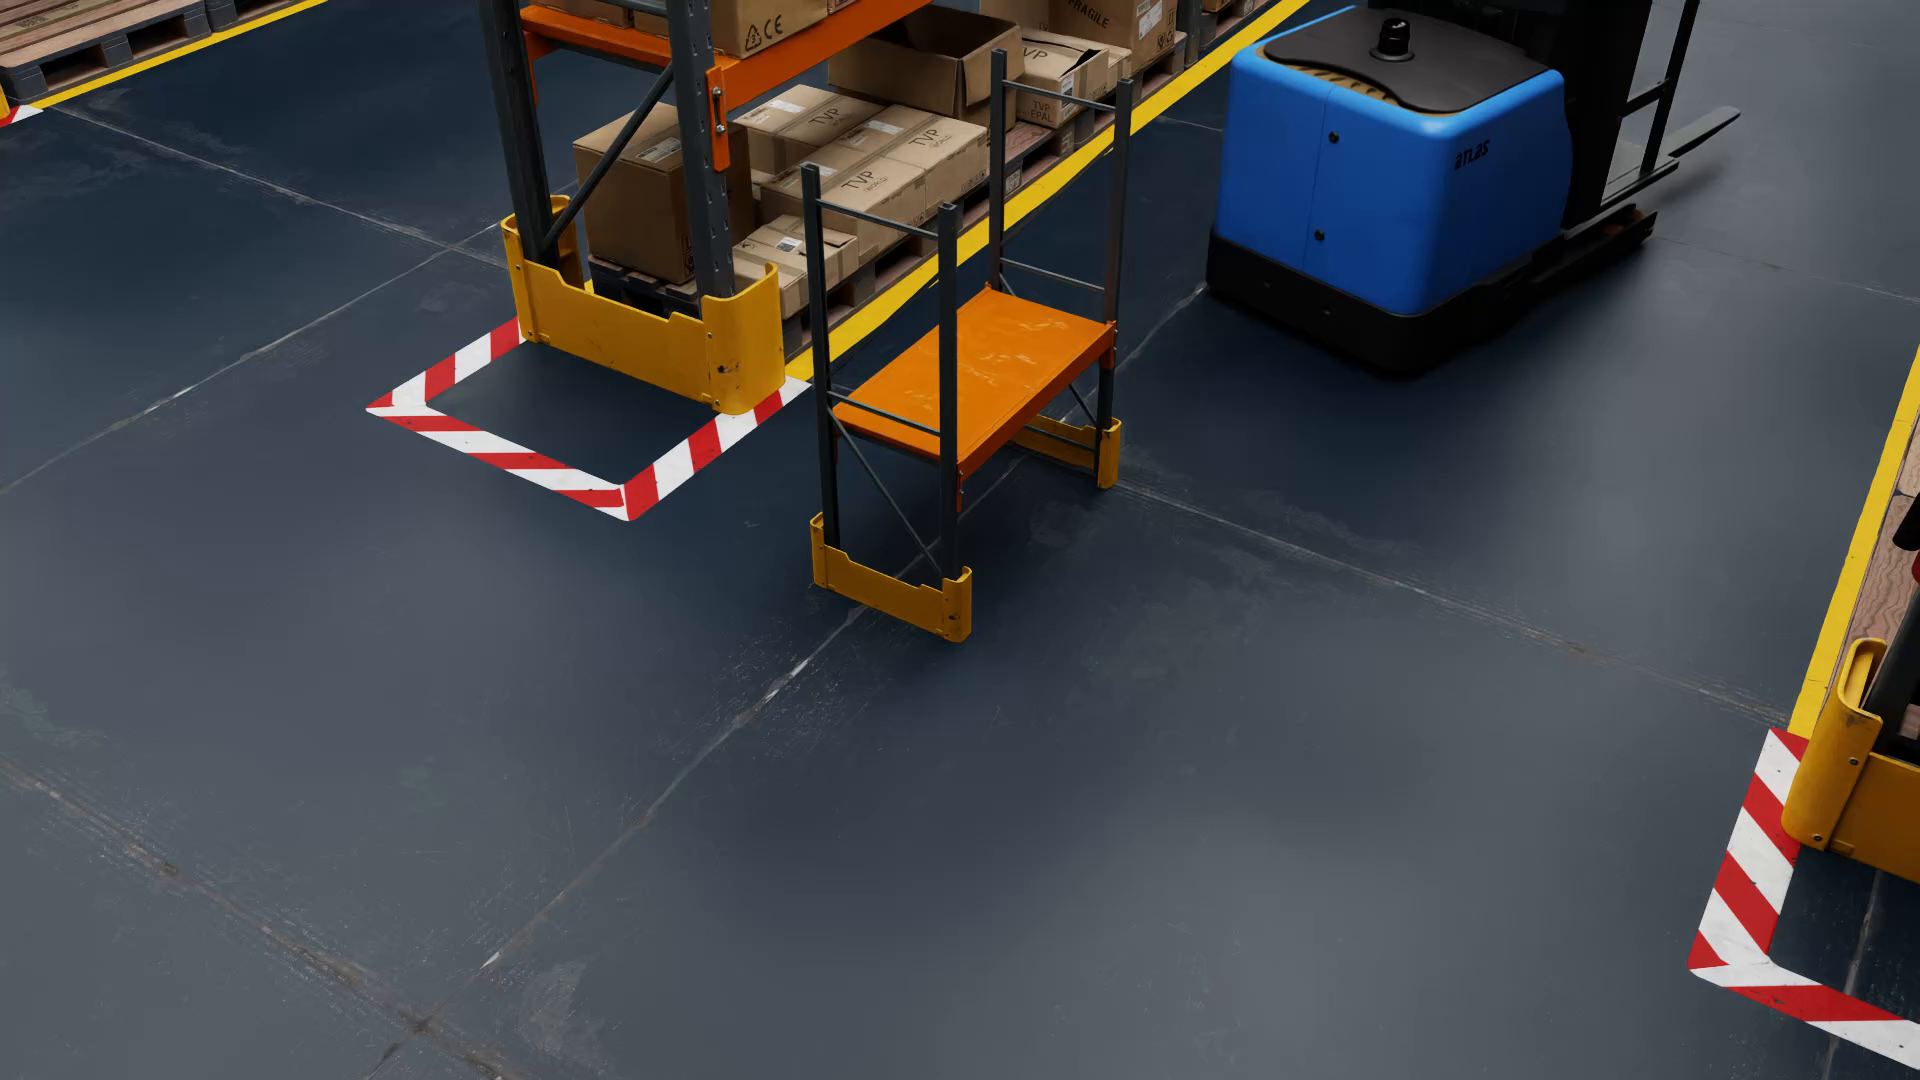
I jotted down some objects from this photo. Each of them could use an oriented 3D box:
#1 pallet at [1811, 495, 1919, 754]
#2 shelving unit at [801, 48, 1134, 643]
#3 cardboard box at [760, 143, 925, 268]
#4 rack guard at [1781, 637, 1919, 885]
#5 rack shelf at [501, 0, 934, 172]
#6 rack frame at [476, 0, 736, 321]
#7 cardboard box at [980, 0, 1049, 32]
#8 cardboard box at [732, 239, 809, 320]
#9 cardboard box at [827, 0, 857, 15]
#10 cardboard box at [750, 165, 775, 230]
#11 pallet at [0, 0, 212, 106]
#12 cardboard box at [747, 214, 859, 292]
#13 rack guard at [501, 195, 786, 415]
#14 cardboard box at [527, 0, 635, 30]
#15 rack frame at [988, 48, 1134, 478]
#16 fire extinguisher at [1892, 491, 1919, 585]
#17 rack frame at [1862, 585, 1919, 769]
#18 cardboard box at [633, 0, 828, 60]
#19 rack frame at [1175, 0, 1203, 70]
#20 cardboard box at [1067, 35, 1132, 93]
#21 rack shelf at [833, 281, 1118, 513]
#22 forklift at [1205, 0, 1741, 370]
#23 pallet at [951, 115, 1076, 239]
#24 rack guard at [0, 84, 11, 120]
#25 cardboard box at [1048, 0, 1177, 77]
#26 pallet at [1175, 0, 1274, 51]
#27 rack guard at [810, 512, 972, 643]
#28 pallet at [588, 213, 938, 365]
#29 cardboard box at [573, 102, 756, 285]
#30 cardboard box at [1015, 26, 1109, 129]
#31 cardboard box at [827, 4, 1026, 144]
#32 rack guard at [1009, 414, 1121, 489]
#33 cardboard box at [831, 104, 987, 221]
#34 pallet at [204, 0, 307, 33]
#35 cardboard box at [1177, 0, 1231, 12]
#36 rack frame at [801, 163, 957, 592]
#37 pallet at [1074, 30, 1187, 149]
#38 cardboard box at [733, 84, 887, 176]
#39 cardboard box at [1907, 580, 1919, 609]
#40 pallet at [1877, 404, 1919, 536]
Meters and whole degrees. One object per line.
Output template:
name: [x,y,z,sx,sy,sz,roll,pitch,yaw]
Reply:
pallet: [3.258,0.395,5.065,1.003,0.211,1.213,21,42,25]
shelving unit: [0.041,-0.633,5.343,0.587,1.500,1.083,21,42,25]
cardboard box: [-0.490,-1.421,7.028,0.500,0.250,0.500,21,42,25]
rack guard: [2.883,0.731,4.393,1.175,0.500,0.348,21,42,25]
rack shelf: [-0.217,-2.636,7.302,1.077,0.370,4.000,21,42,25]
rack frame: [-1.289,-1.890,5.745,1.000,3.000,0.127,21,42,25]
cardboard box: [0.447,-2.916,8.918,0.500,0.311,0.500,21,42,25]
cardboard box: [-0.774,-1.039,6.615,0.380,0.149,0.250,21,42,25]
cardboard box: [-0.556,-2.340,6.247,0.500,0.500,0.500,21,42,25]
cardboard box: [-0.912,-1.483,7.177,0.380,0.166,0.250,21,42,25]
pallet: [-4.995,-2.820,9.236,1.003,0.211,1.213,21,42,25]
cardboard box: [-0.640,-1.175,6.777,0.380,0.166,0.250,21,42,25]
rack guard: [-1.248,-0.939,6.559,1.175,0.500,0.348,21,42,25]
cardboard box: [-1.279,-2.250,6.130,0.500,0.500,0.500,23,43,26]
rack frame: [0.318,-0.900,5.689,0.500,1.500,0.032,21,42,25]
fire extinguisher: [2.426,-0.167,3.878,0.296,0.674,0.183,21,42,25]
rack frame: [2.896,-0.272,3.646,1.000,3.000,0.127,21,42,25]
cardboard box: [-0.828,-2.072,5.899,0.500,0.500,0.500,22,43,26]
rack frame: [0.854,-3.952,8.420,1.000,3.000,0.127,21,42,25]
cardboard box: [0.638,-2.398,8.378,0.380,0.149,0.250,21,42,25]
rack shelf: [0.046,-0.496,5.459,0.538,0.185,1.000,21,42,25]
forklift: [2.467,-2.601,6.724,3.031,2.935,1.130,-29,46,-32]
pallet: [-0.167,-1.863,7.993,1.003,0.211,1.213,21,42,25]
rack guard: [-5.471,-2.506,8.591,1.175,0.500,0.348,21,42,25]
cardboard box: [0.789,-2.750,8.548,0.500,0.500,0.500,21,42,25]
pallet: [1.258,-3.280,9.831,1.003,0.211,1.213,21,42,25]
rack guard: [-0.226,0.118,5.392,0.587,0.250,0.087,21,42,25]
pallet: [-0.822,-1.236,7.181,1.003,0.211,1.213,21,42,25]
cardboard box: [-1.205,-1.435,6.842,0.500,0.500,0.500,21,42,25]
cardboard box: [0.387,-2.288,8.104,0.500,0.311,0.500,21,42,25]
cardboard box: [-0.148,-2.168,7.789,0.797,0.503,0.637,21,42,25]
rack guard: [0.308,-0.395,6.058,0.587,0.250,0.087,21,42,25]
cardboard box: [-0.222,-1.678,7.362,0.500,0.250,0.500,21,42,25]
pallet: [-4.340,-3.447,10.048,1.003,0.211,1.213,21,42,25]
cardboard box: [1.319,-3.306,9.269,0.500,0.500,0.500,19,42,23]
rack frame: [-0.227,-0.376,5.009,0.500,1.500,0.032,21,42,25]
pallet: [0.486,-2.494,8.813,1.003,0.211,1.213,21,42,25]
cardboard box: [-0.671,-1.816,7.541,0.500,0.250,0.500,21,42,25]
cardboard box: [3.187,0.158,4.791,0.700,0.500,0.500,21,42,25]
pallet: [3.913,-0.232,5.878,1.003,0.211,1.213,21,42,25]
